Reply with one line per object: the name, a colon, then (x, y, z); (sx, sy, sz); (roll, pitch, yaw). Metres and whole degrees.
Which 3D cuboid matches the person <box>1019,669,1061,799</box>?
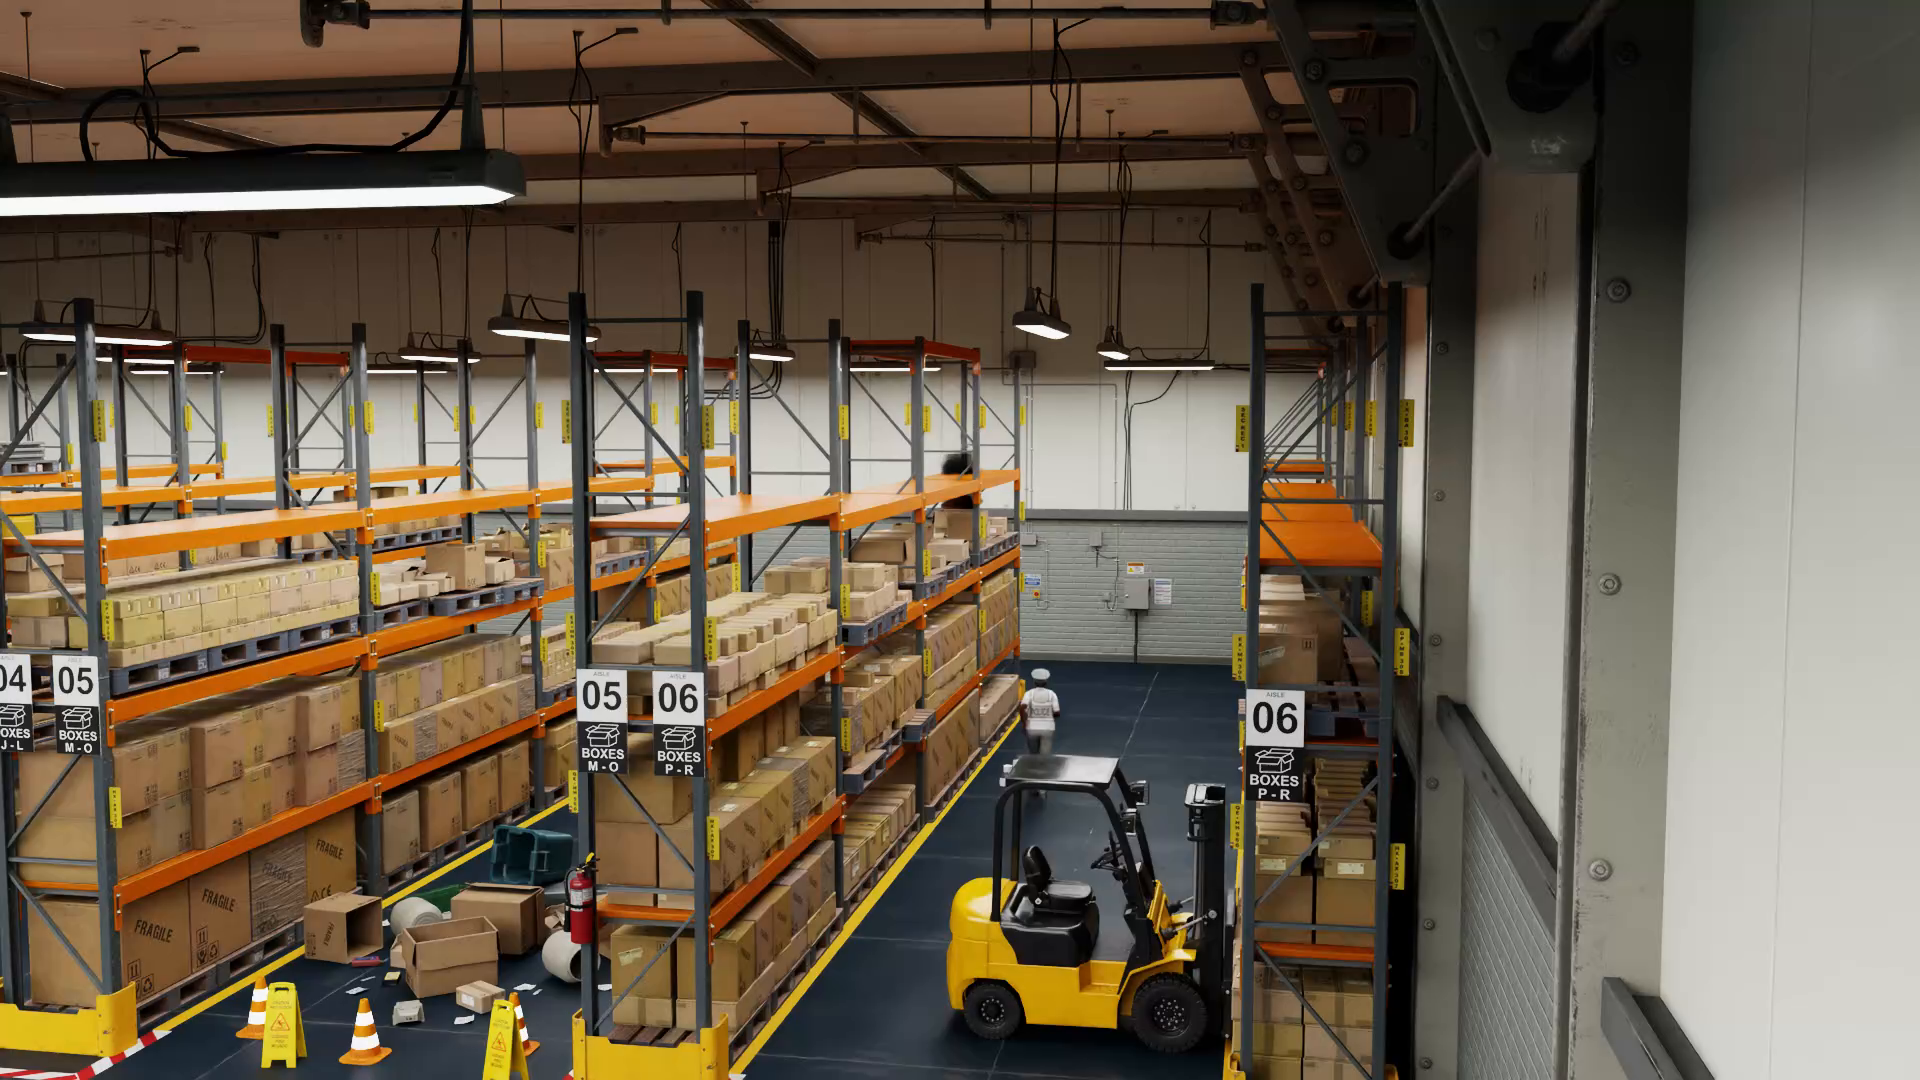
person: (1.054, 2.565, 21.813); (0.526, 1.721, 0.866); (1, 5, 9)
